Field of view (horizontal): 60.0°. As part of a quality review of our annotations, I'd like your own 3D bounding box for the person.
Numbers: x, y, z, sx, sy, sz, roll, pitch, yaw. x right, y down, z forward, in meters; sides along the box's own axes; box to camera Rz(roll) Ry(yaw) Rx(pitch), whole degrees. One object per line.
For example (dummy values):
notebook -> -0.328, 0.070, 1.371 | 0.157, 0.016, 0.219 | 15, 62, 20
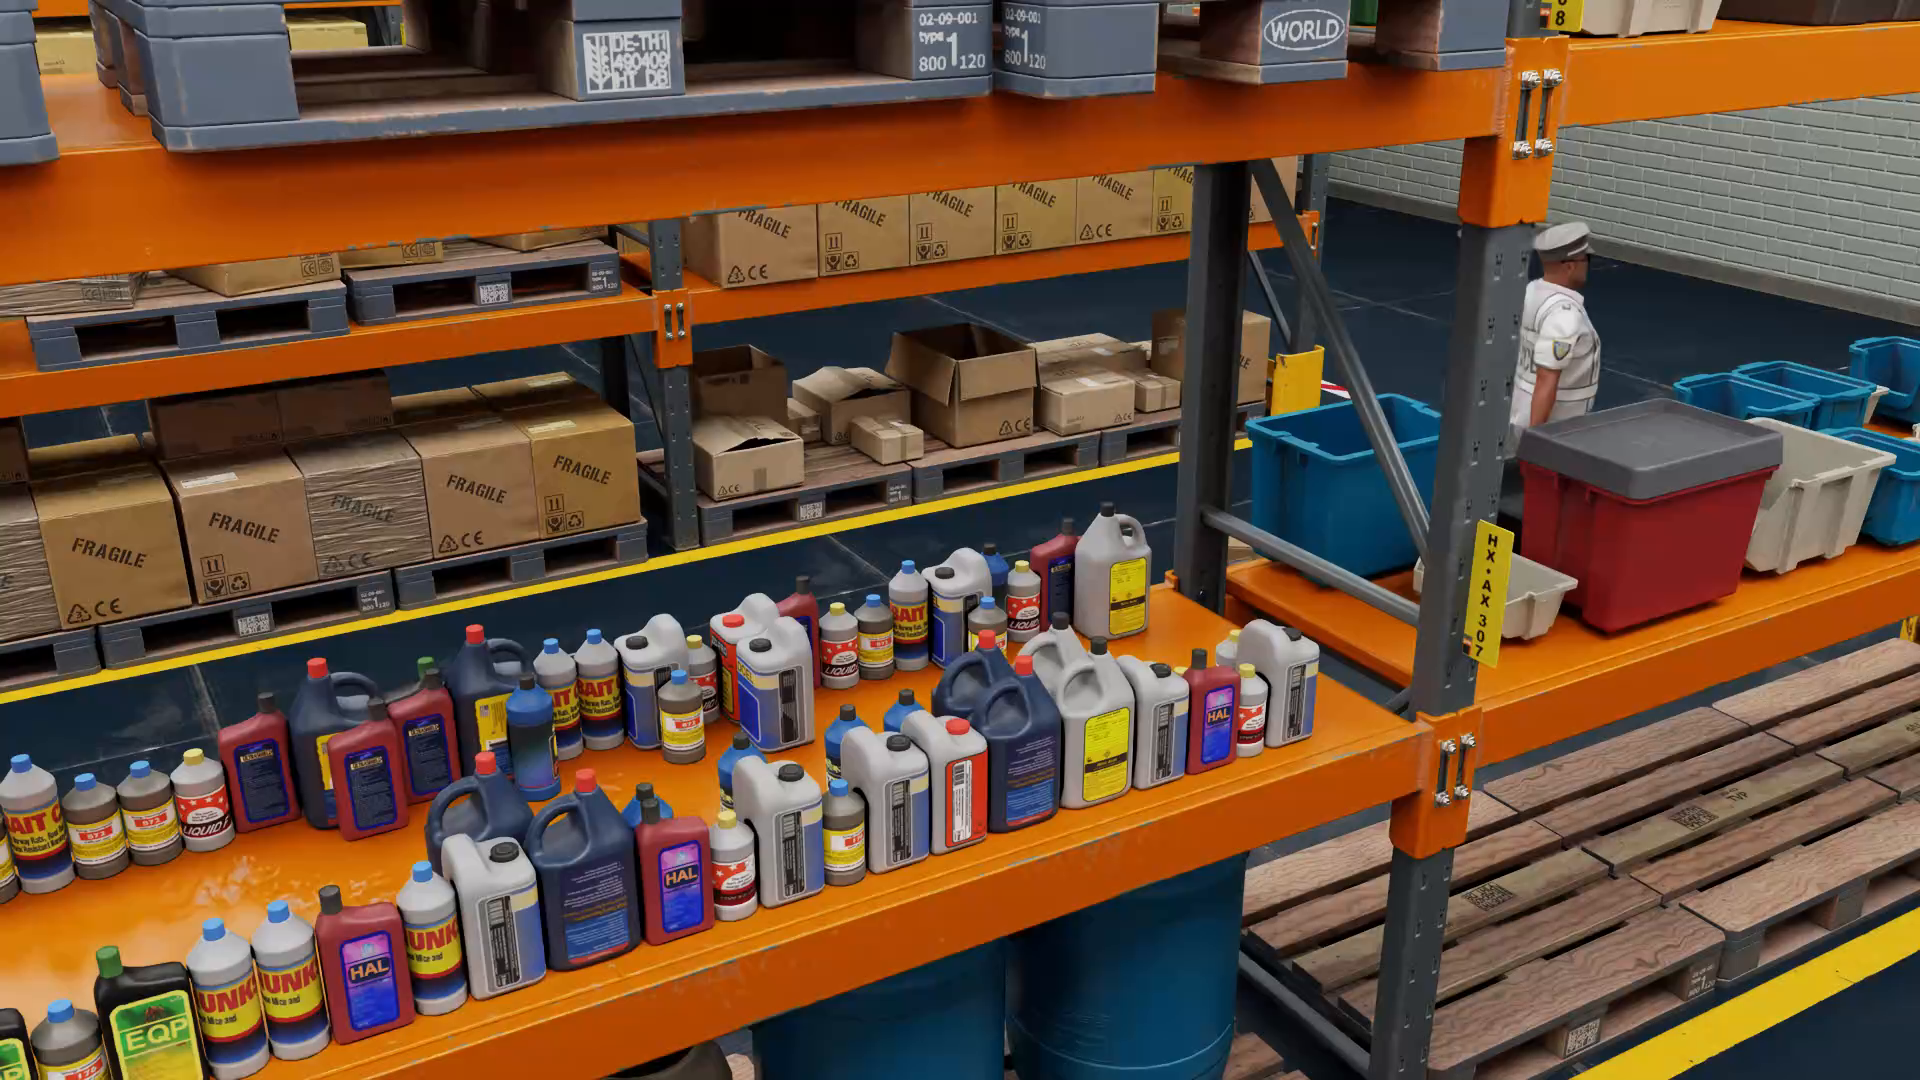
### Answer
person -> 2.714, -0.584, 7.484 | 1.038, 1.711, 0.556 | -3, 22, -8
